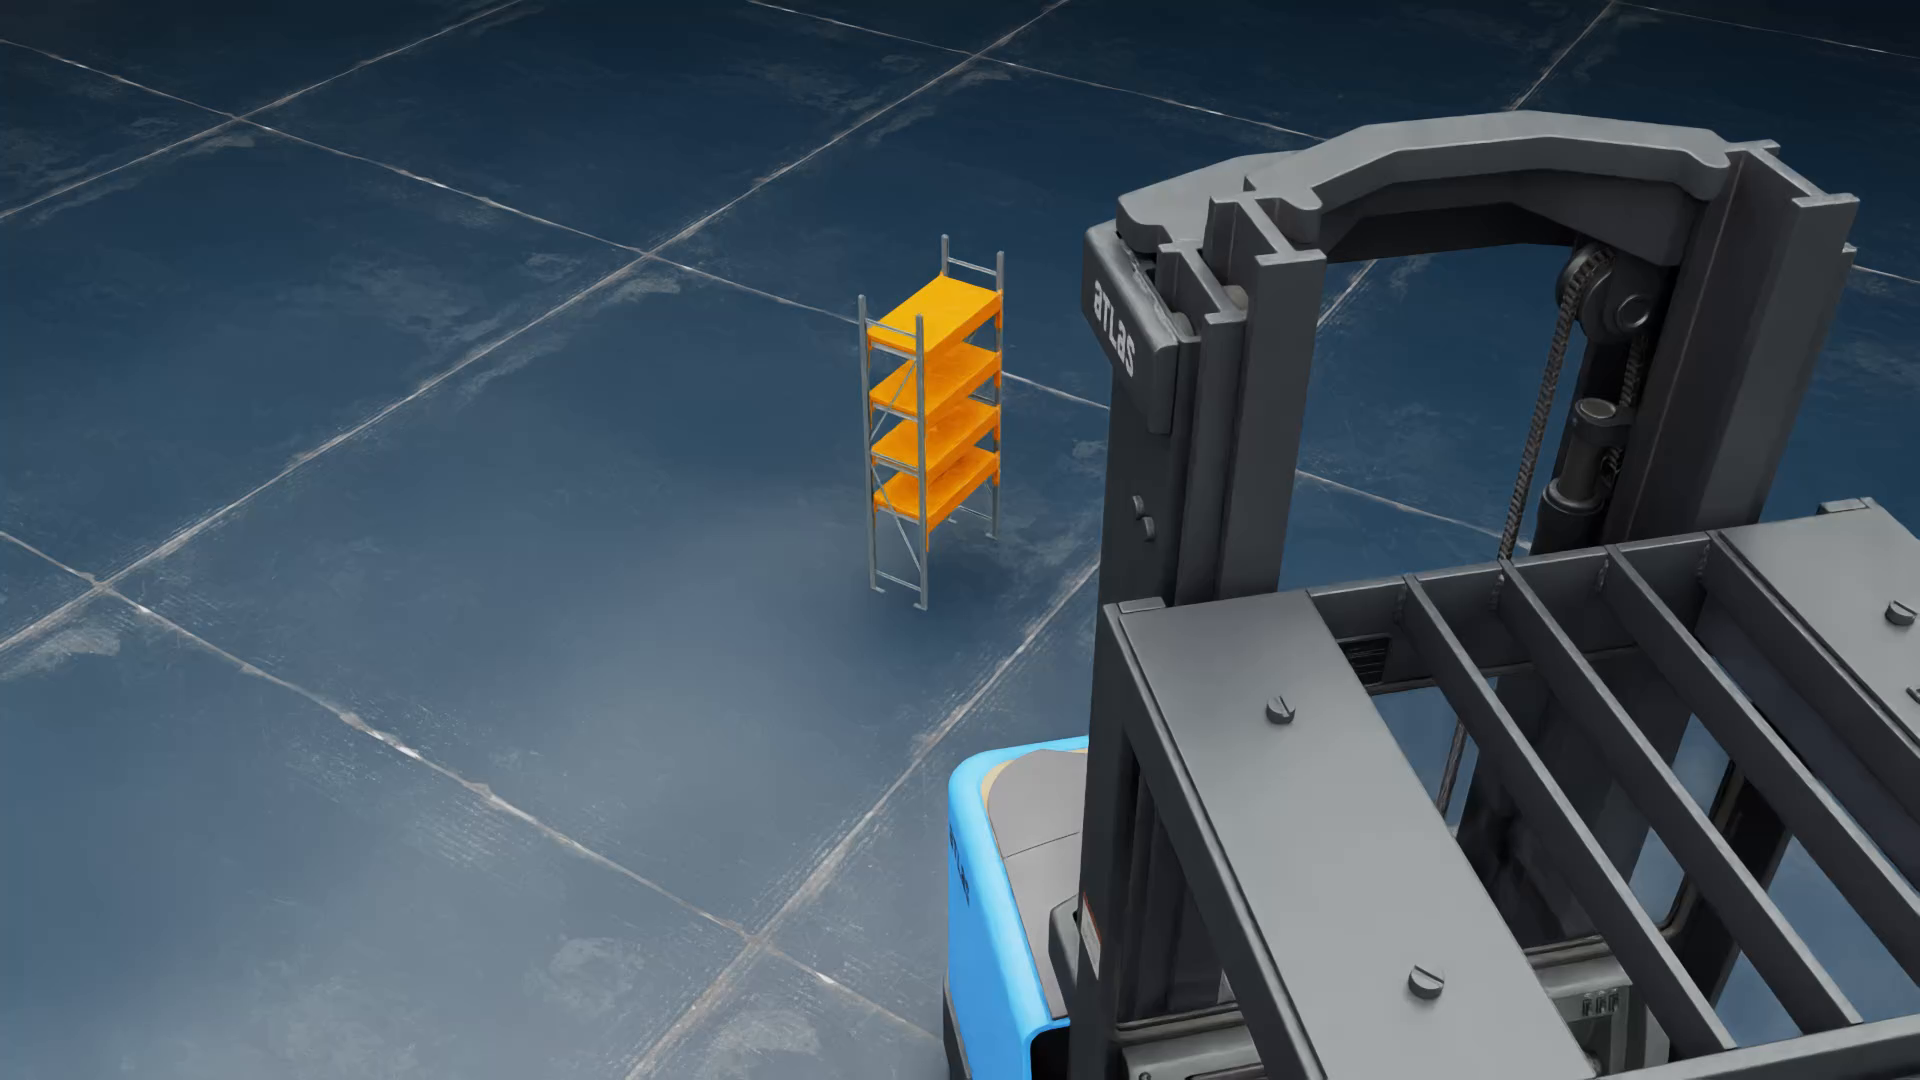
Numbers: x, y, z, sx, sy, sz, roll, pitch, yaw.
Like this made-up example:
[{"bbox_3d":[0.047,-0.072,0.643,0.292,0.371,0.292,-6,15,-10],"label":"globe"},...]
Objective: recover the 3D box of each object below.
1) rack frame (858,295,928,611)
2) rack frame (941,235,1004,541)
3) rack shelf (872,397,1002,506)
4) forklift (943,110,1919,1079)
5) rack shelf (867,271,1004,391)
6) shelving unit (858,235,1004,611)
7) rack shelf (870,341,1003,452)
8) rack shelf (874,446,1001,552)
[{"bbox_3d":[-0.219,-0.264,5.610,0.240,1.200,0.015,21,42,25],"label":"rack frame"},{"bbox_3d":[0.042,-0.516,5.936,0.240,1.200,0.015,21,42,25],"label":"rack frame"},{"bbox_3d":[-0.089,-0.337,5.814,0.258,0.148,0.480,21,42,25],"label":"rack shelf"},{"bbox_3d":[0.771,1.005,2.545,1.130,2.935,3.031,-8,38,-10],"label":"forklift"},{"bbox_3d":[-0.089,-0.701,5.533,0.258,0.148,0.480,21,42,25],"label":"rack shelf"},{"bbox_3d":[-0.089,-0.390,5.773,0.258,1.200,0.503,21,42,25],"label":"shelving unit"},{"bbox_3d":[-0.089,-0.514,5.677,0.258,0.148,0.480,21,42,25],"label":"rack shelf"},{"bbox_3d":[-0.089,-0.179,5.935,0.258,0.148,0.480,21,42,25],"label":"rack shelf"}]
